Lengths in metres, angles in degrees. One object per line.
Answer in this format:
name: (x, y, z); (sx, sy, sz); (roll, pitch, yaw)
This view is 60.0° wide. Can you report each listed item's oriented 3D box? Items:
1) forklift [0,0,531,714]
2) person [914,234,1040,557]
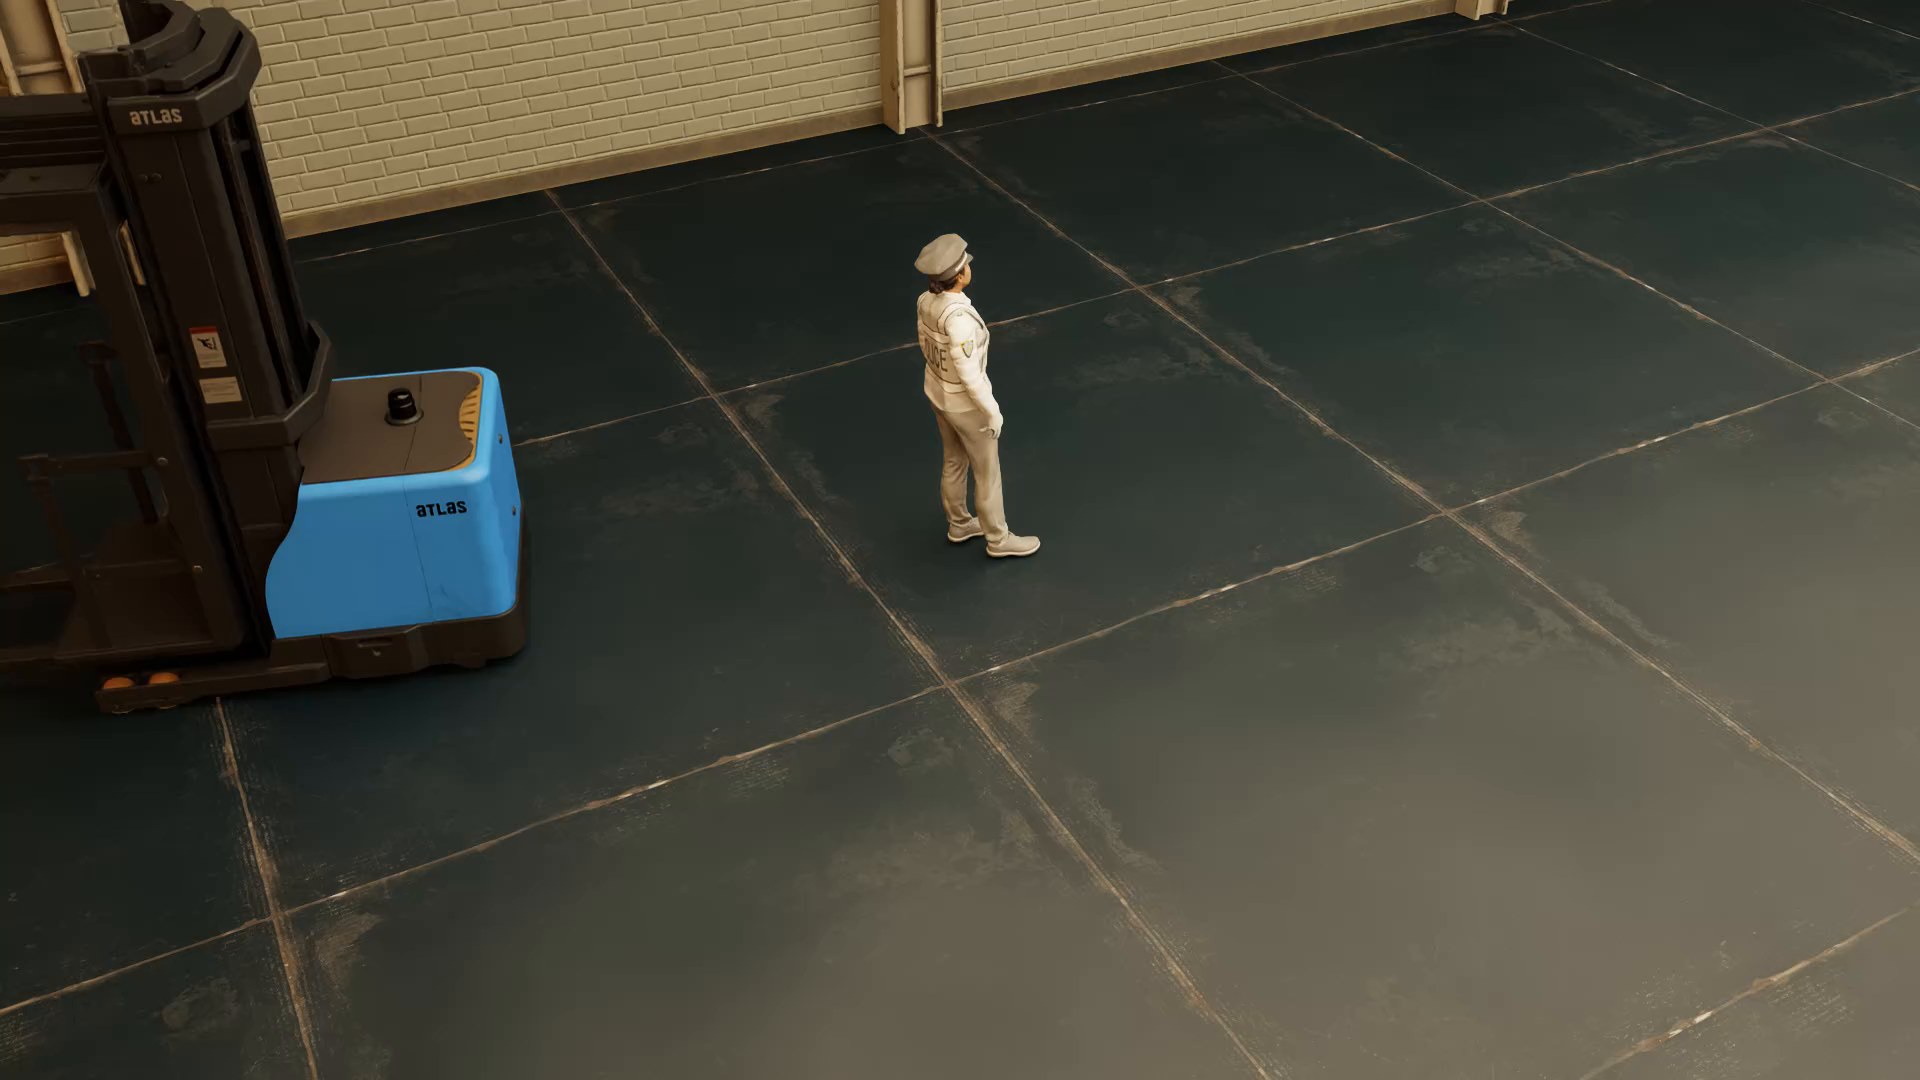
forklift: (-3.618, -0.739, 7.169); (3.031, 2.935, 1.130); (-6, 36, -8)
person: (0.064, -0.713, 8.190); (0.530, 1.694, 0.586); (-17, 39, -23)
